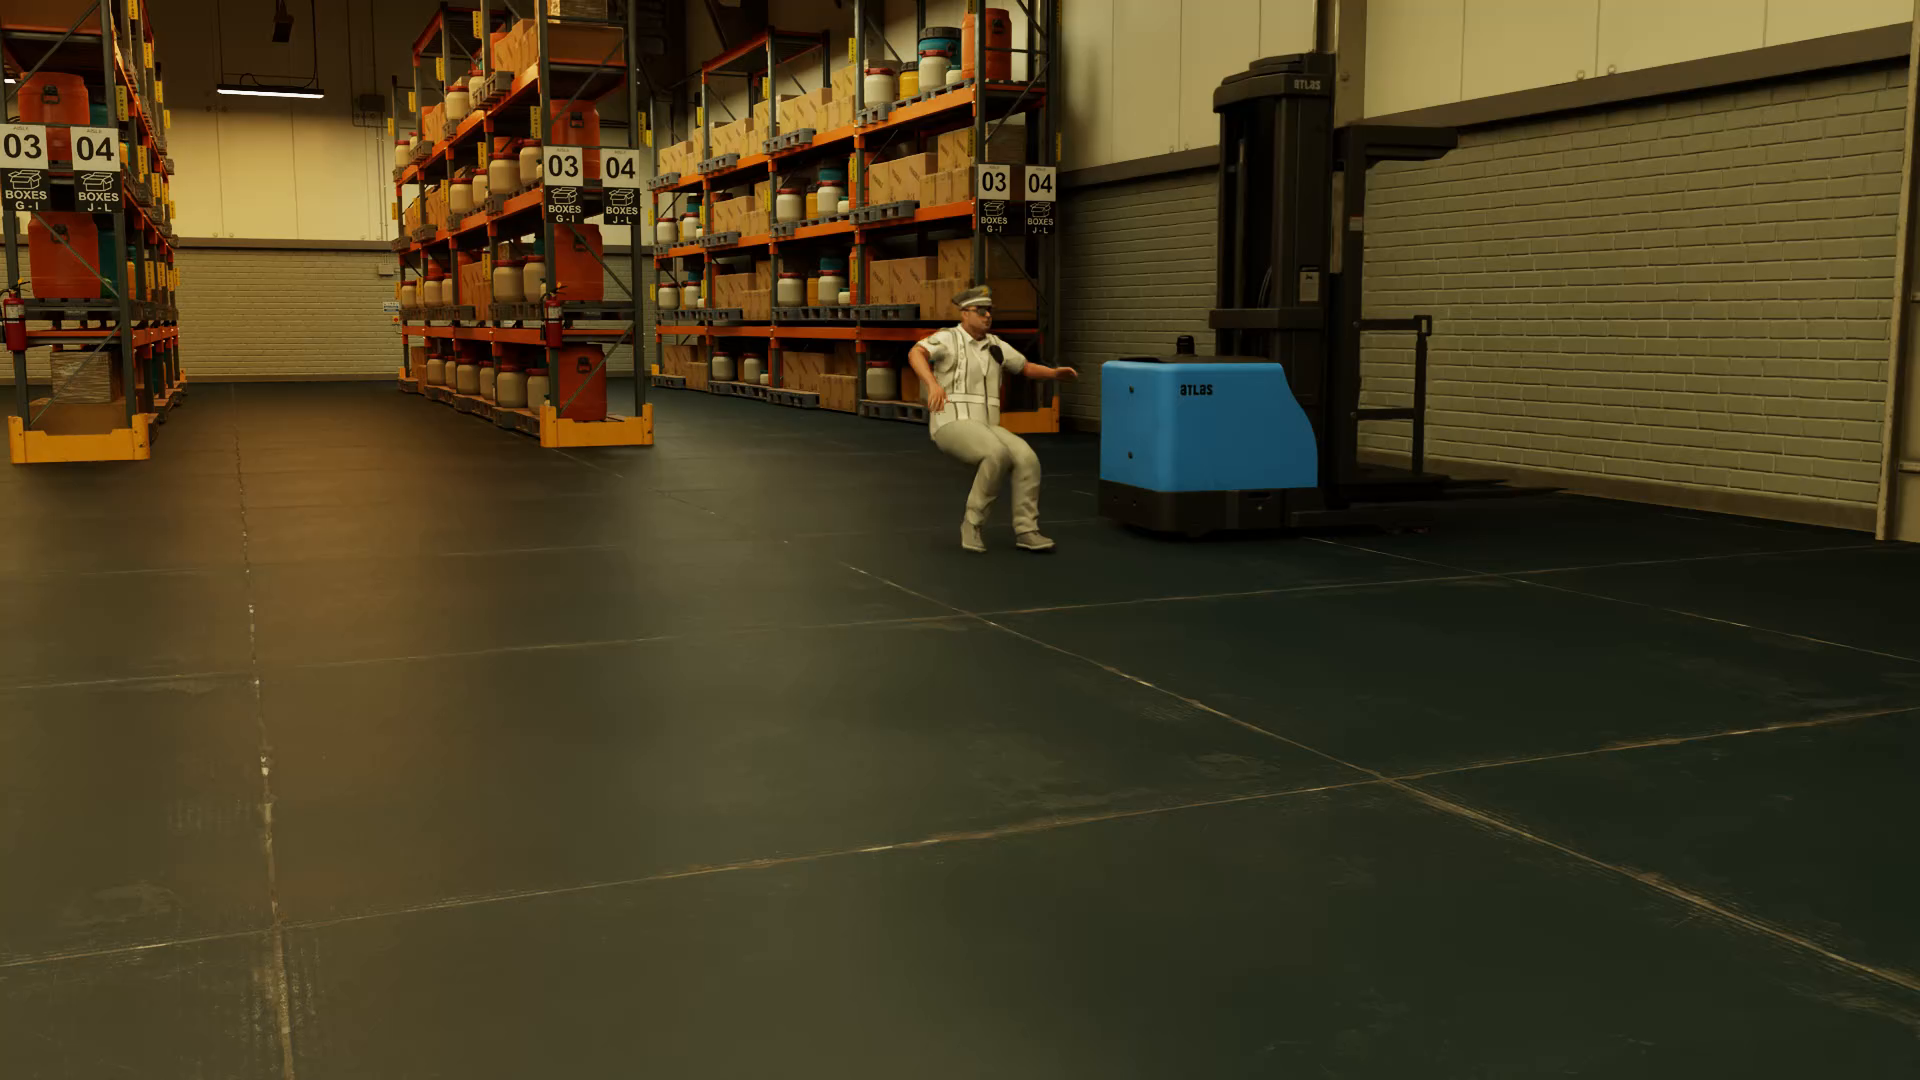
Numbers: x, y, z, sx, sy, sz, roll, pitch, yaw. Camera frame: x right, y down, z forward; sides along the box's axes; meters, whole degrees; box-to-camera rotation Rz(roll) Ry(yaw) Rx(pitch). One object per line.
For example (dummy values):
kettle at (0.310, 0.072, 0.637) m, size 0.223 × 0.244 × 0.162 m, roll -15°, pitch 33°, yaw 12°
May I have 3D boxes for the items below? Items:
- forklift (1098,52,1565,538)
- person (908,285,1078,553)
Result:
forklift at (2.474, -1.552, 10.713) m, size 3.031 × 2.935 × 1.130 m, roll -2°, pitch 8°, yaw -18°
person at (0.204, -0.720, 9.739) m, size 0.871 × 1.537 × 0.980 m, roll 7°, pitch 10°, yaw 41°
